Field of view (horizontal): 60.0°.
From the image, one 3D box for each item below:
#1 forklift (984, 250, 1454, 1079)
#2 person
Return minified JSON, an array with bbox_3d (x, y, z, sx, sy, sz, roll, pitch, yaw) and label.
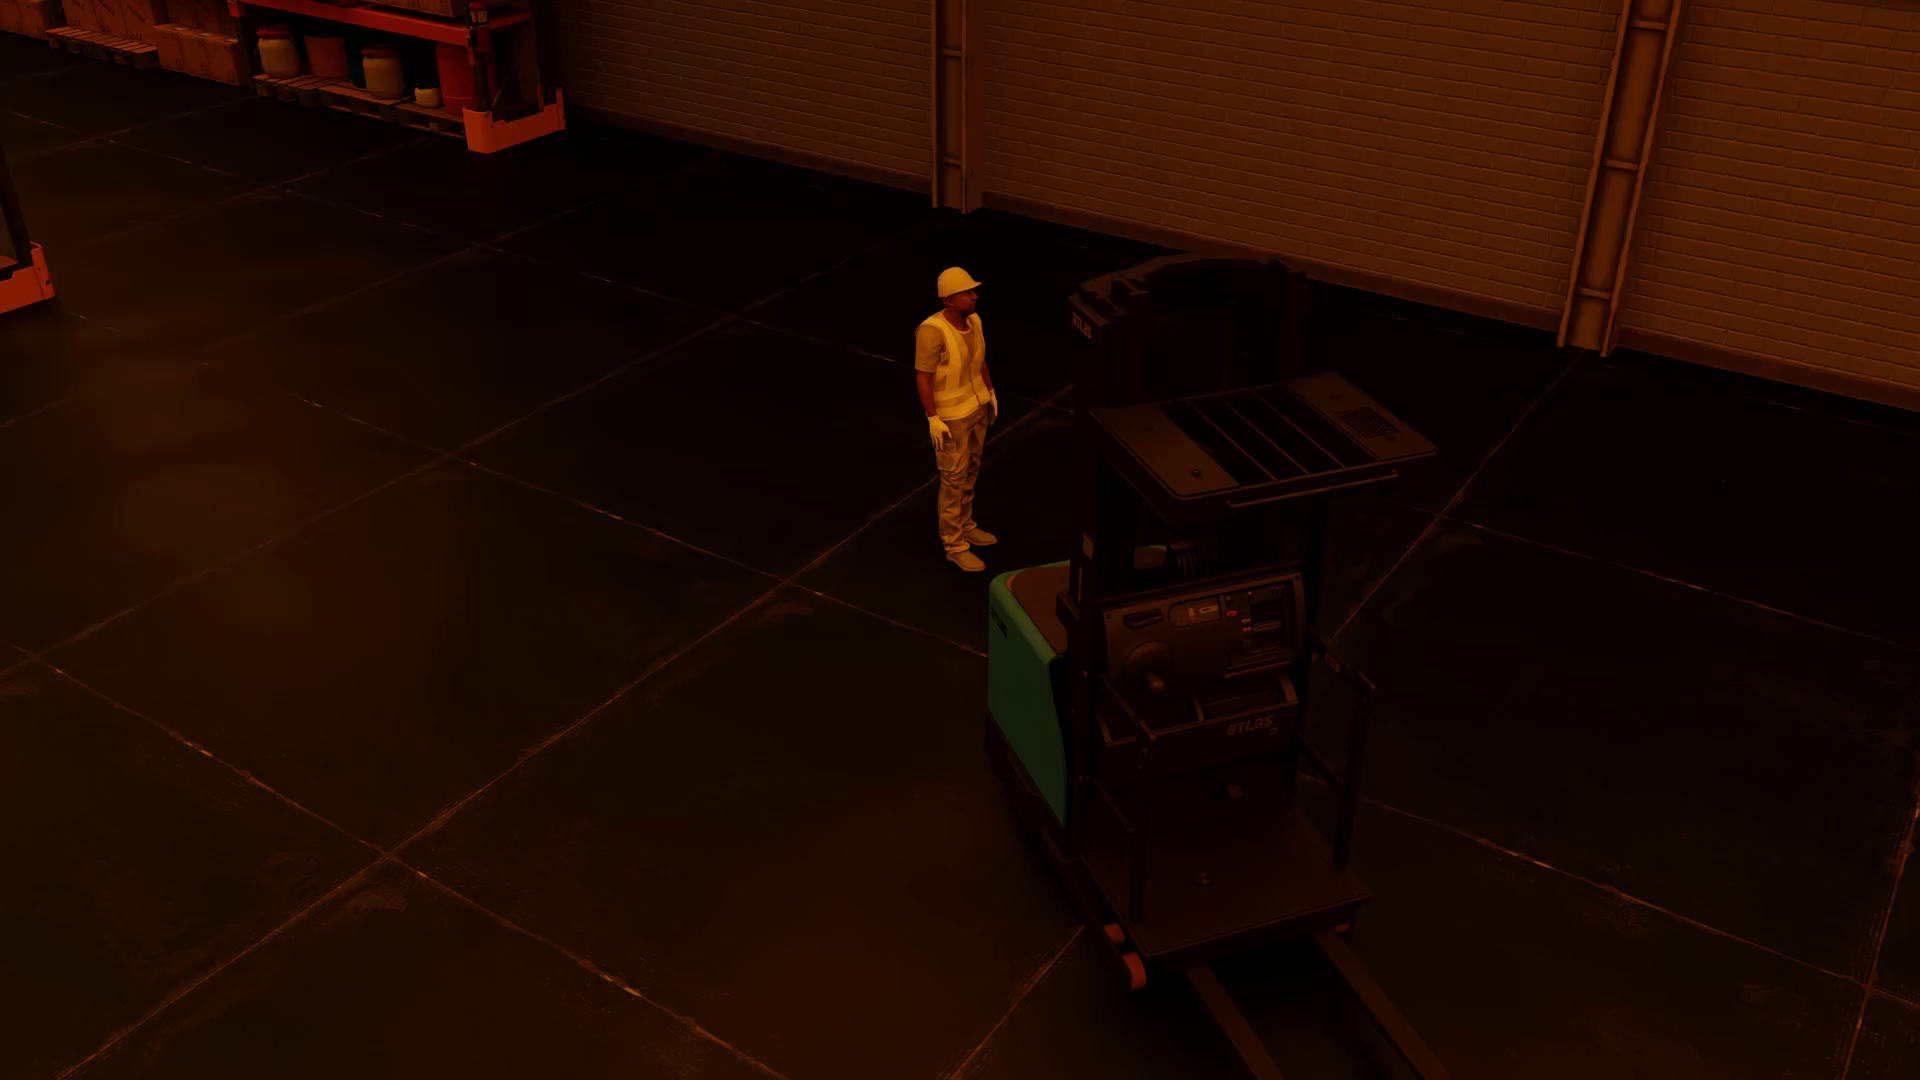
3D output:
[{"bbox_3d":[1.108,0.439,6.825,1.130,2.935,3.031,-10,32,-17],"label":"forklift"},{"bbox_3d":[0.055,-0.754,10.008,0.577,1.781,0.656,19,35,29],"label":"person"}]
